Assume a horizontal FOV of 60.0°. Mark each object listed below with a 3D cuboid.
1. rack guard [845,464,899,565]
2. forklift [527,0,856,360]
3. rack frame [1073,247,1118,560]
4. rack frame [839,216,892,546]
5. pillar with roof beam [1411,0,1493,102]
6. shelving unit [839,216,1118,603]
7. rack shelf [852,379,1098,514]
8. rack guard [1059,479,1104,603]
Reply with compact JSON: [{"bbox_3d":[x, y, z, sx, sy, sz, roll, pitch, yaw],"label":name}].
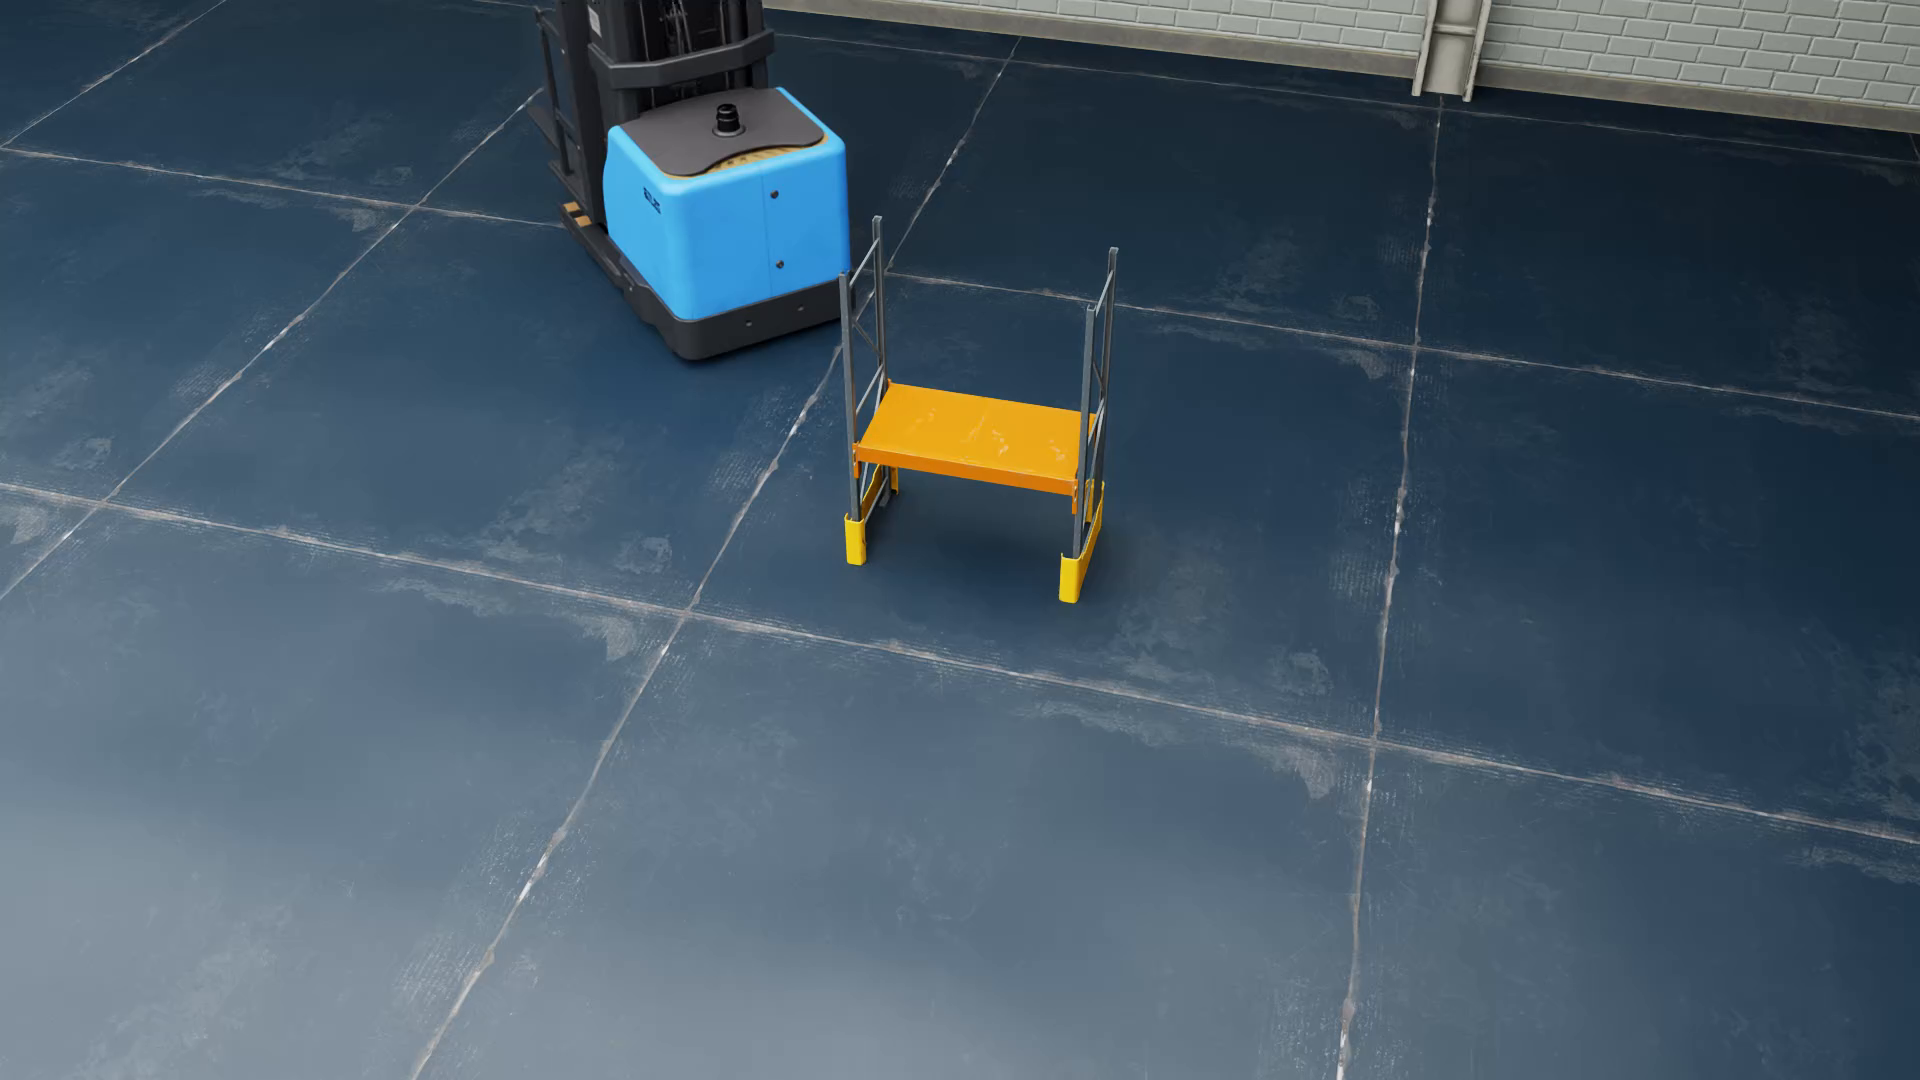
[{"bbox_3d":[-0.407,-0.166,7.753,0.087,0.250,0.587,10,41,11],"label":"rack guard"},{"bbox_3d":[-1.746,-3.003,9.047,1.130,2.935,3.031,-20,44,-23],"label":"forklift"},{"bbox_3d":[0.573,-0.476,7.150,0.032,1.500,0.500,10,41,11],"label":"rack frame"},{"bbox_3d":[-0.409,-0.645,7.351,0.032,1.500,0.500,10,41,11],"label":"rack frame"},{"bbox_3d":[2.207,-3.875,5.367,0.400,9.000,9.100,10,41,11],"label":"pillar with roof beam"},{"bbox_3d":[0.074,-0.562,7.253,1.083,1.500,0.587,10,41,11],"label":"shelving unit"},{"bbox_3d":[0.082,-0.422,7.366,1.000,0.185,0.538,10,41,11],"label":"rack shelf"},{"bbox_3d":[0.555,0.000,7.556,0.087,0.250,0.587,10,41,11],"label":"rack guard"}]
